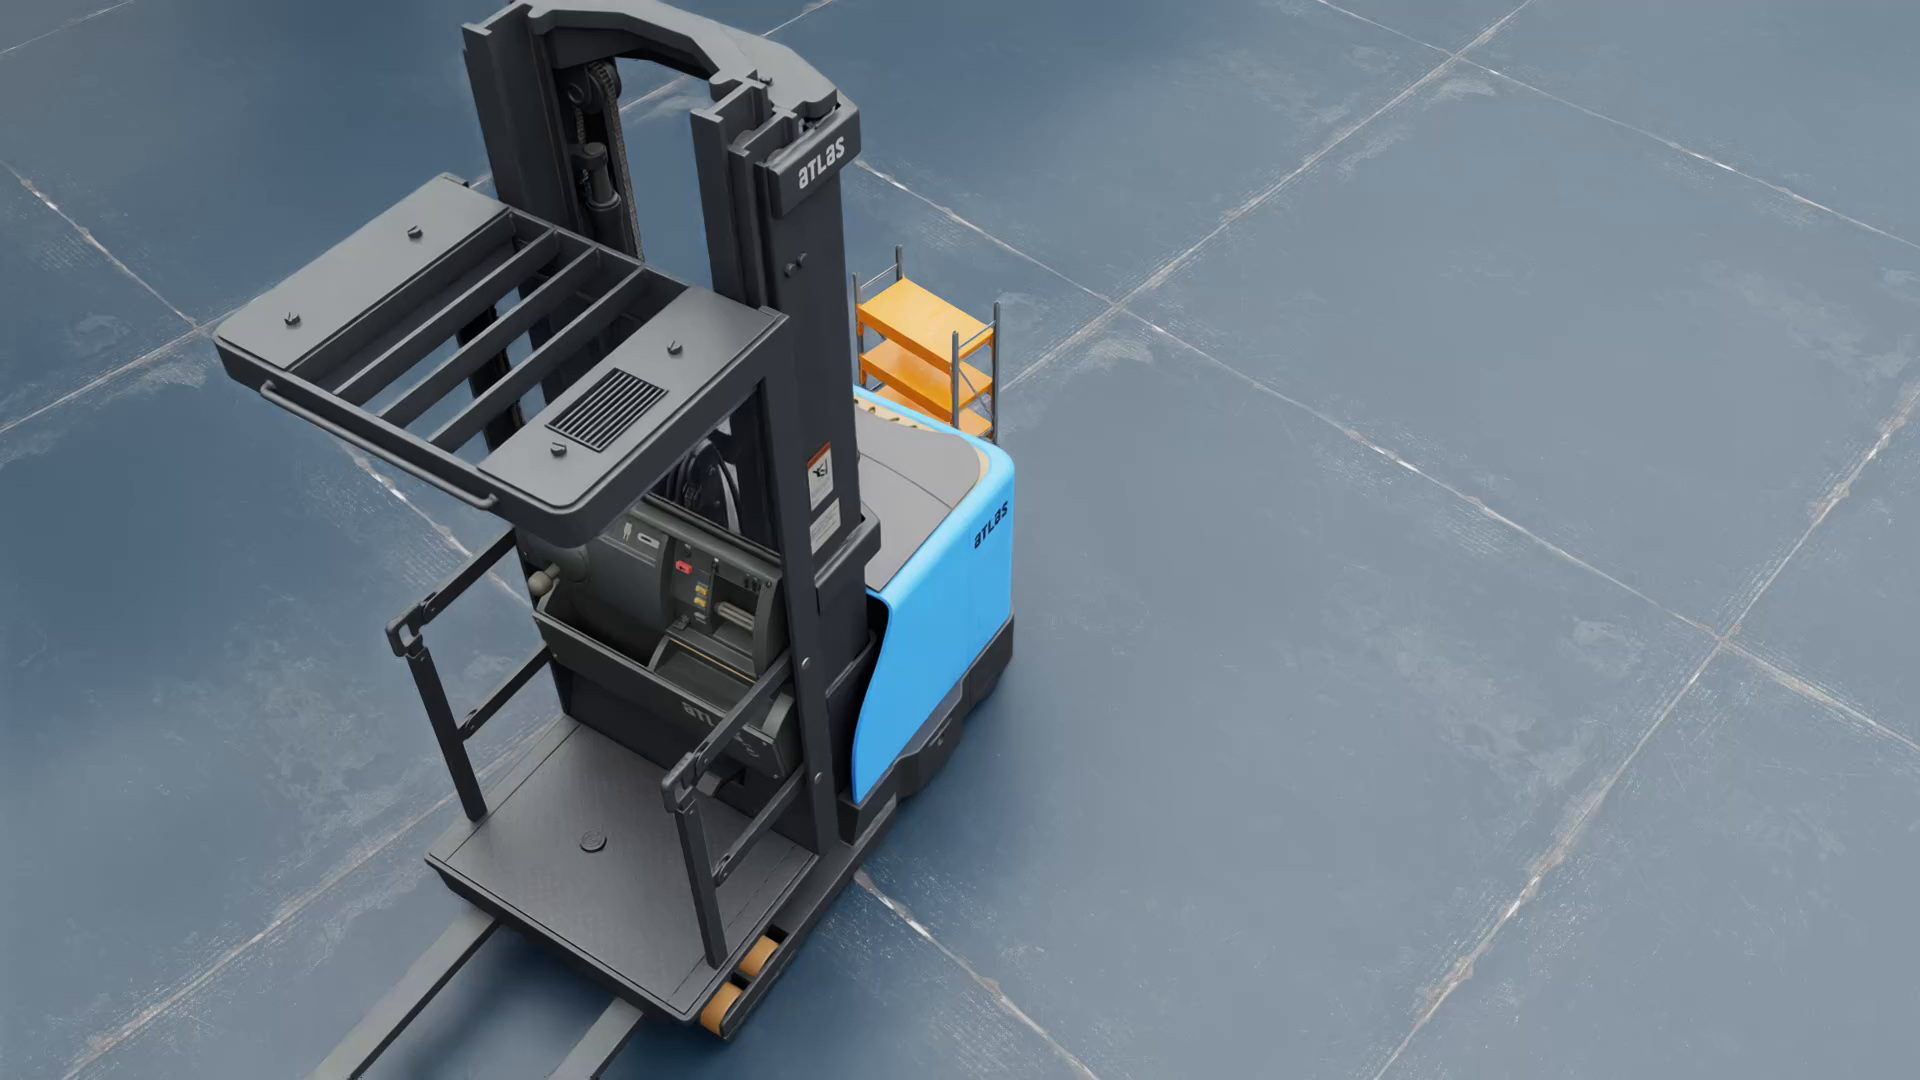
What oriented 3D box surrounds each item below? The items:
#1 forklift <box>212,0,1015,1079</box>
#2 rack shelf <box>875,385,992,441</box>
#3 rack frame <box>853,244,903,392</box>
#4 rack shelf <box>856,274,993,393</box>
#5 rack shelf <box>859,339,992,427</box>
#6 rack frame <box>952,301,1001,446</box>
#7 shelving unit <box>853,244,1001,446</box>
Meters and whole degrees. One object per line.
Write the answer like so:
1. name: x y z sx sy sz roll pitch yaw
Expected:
1. forklift: -1.013 0.166 4.584 1.130 2.935 3.031 25 52 21
2. rack shelf: -0.122 -0.446 6.438 0.480 0.148 0.258 34 55 28
3. rack frame: -0.301 -0.613 6.503 0.015 1.200 0.240 34 55 28
4. rack shelf: -0.122 -0.762 6.103 0.480 0.148 0.258 34 55 28
5. rack shelf: -0.122 -0.600 6.275 0.480 0.148 0.258 34 55 28
6. rack frame: 0.058 -0.372 6.276 0.015 1.200 0.240 34 55 28
7. shelving unit: -0.122 -0.493 6.389 0.503 1.200 0.258 34 55 28
